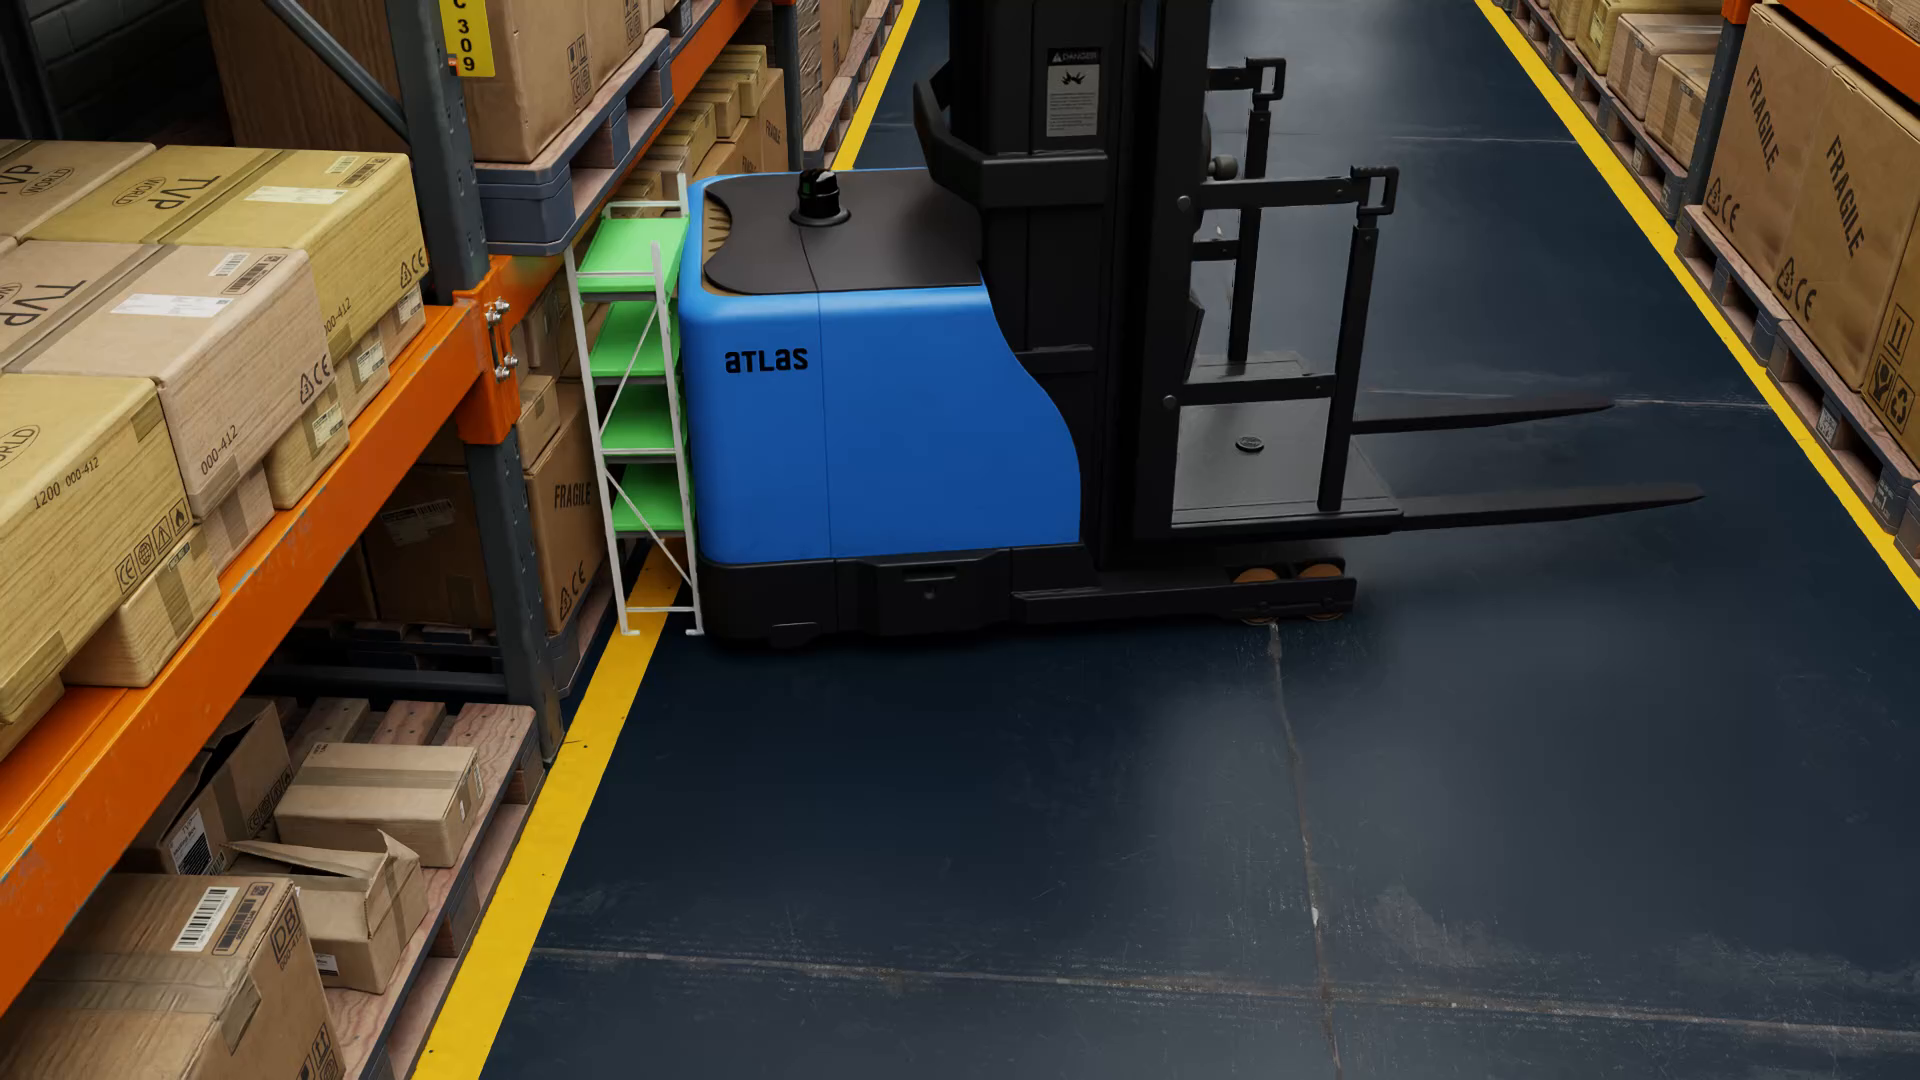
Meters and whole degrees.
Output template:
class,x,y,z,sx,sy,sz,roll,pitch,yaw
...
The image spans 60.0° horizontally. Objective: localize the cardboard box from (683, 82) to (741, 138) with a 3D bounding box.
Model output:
class,x,y,z,sx,sy,sz,roll,pitch,yaw
cardboard box,-1.067,-1.679,6.479,0.380,0.149,0.250,1,32,2

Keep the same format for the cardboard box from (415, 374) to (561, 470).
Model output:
class,x,y,z,sx,sy,sz,roll,pitch,yaw
cardboard box,-1.254,-0.312,4.262,0.380,0.149,0.250,4,32,6

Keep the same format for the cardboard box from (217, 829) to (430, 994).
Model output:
class,x,y,z,sx,sy,sz,roll,pitch,yaw
cardboard box,-1.330,0.730,3.411,0.396,0.266,0.258,4,32,6

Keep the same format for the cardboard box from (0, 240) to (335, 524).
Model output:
class,x,y,z,sx,sy,sz,roll,pitch,yaw
cardboard box,-1.373,-0.269,2.686,0.500,0.250,0.500,3,32,4

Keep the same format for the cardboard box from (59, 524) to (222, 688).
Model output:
class,x,y,z,sx,sy,sz,roll,pitch,yaw
cardboard box,-1.360,0.084,2.494,0.380,0.149,0.250,2,32,3

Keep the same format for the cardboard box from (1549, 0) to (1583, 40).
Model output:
class,x,y,z,sx,sy,sz,roll,pitch,yaw
cardboard box,3.955,-3.128,9.571,0.950,0.372,0.625,4,32,7

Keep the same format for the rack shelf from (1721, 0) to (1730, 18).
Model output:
class,x,y,z,sx,sy,sz,roll,pitch,yaw
rack shelf,3.888,-3.366,8.539,1.077,0.370,4.000,2,32,4

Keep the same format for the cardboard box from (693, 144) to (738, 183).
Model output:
class,x,y,z,sx,sy,sz,roll,pitch,yaw
cardboard box,-1.134,-1.186,6.298,0.500,0.500,0.500,4,32,6

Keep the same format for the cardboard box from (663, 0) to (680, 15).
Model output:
class,x,y,z,sx,sy,sz,roll,pitch,yaw
cardboard box,-1.180,-1.891,4.964,0.700,0.500,0.500,2,32,4

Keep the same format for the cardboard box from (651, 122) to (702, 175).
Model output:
class,x,y,z,sx,sy,sz,roll,pitch,yaw
cardboard box,-1.154,-1.412,6.046,0.380,0.149,0.250,2,32,3

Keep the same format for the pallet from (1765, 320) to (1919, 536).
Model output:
class,x,y,z,sx,sy,sz,roll,pitch,yaw
pallet,3.484,-0.394,5.689,1.003,0.211,1.213,2,32,4

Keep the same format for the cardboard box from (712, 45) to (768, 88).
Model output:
class,x,y,z,sx,sy,sz,roll,pitch,yaw
cardboard box,-1.010,-1.959,6.933,0.380,0.149,0.250,1,32,2

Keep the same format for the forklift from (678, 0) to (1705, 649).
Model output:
class,x,y,z,sx,sy,sz,roll,pitch,yaw
forklift,0.721,-1.270,4.518,3.031,2.935,1.130,-4,32,-6

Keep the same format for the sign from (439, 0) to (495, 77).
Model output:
class,x,y,z,sx,sy,sz,roll,pitch,yaw
sign,-1.007,-1.095,3.342,0.100,0.325,0.005,2,32,4

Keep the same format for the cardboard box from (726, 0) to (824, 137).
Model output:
class,x,y,z,sx,sy,sz,roll,pitch,yaw
cardboard box,-1.158,-2.330,8.035,0.875,0.625,0.625,3,32,6

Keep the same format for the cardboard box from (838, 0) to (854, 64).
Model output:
class,x,y,z,sx,sy,sz,roll,pitch,yaw
cardboard box,-1.058,-3.024,9.162,0.875,0.625,0.625,1,32,2

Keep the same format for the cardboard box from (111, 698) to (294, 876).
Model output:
class,x,y,z,sx,sy,sz,roll,pitch,yaw
cardboard box,-1.838,0.556,3.651,0.500,0.311,0.500,4,32,6

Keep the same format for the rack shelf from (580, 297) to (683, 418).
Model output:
class,x,y,z,sx,sy,sz,roll,pitch,yaw
rack shelf,-0.871,-0.517,4.601,0.258,0.148,0.480,-1,32,0

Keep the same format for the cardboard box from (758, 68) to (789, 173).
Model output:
class,x,y,z,sx,sy,sz,roll,pitch,yaw
cardboard box,-1.043,-1.721,7.166,0.500,0.500,0.500,3,32,5

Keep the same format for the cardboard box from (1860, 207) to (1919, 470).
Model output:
class,x,y,z,sx,sy,sz,roll,pitch,yaw
cardboard box,3.436,-0.610,5.005,0.875,0.875,0.875,3,32,5

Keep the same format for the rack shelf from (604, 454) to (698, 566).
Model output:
class,x,y,z,sx,sy,sz,roll,pitch,yaw
rack shelf,-0.864,-0.112,4.858,0.258,0.148,0.480,-1,32,0

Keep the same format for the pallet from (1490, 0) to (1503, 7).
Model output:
class,x,y,z,sx,sy,sz,roll,pitch,yaw
pallet,4.070,-3.884,11.351,1.003,0.211,1.213,2,32,4

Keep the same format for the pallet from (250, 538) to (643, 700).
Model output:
class,x,y,z,sx,sy,sz,roll,pitch,yaw
pallet,-1.520,0.015,5.025,1.003,0.211,1.213,2,32,4

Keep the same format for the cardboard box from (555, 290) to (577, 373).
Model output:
class,x,y,z,sx,sy,sz,roll,pitch,yaw
cardboard box,-1.299,-0.595,4.721,0.380,0.149,0.250,1,32,1

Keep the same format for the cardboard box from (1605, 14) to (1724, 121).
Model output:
class,x,y,z,sx,sy,sz,roll,pitch,yaw
cardboard box,3.833,-2.368,8.338,0.950,0.372,0.625,2,32,3

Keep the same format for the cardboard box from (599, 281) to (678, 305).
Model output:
class,x,y,z,sx,sy,sz,roll,pitch,yaw
cardboard box,-1.206,-0.643,5.416,0.500,0.500,0.500,2,32,3

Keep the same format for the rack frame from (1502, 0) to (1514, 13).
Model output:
class,x,y,z,sx,sy,sz,roll,pitch,yaw
rack frame,4.050,-4.718,10.047,1.000,3.000,0.127,2,32,4

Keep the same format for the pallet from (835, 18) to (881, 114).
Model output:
class,x,y,z,sx,sy,sz,roll,pitch,yaw
pallet,-1.015,-2.715,9.454,1.003,0.211,1.213,2,32,4

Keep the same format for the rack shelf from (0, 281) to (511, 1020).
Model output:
class,x,y,z,sx,sy,sz,roll,pitch,yaw
rack shelf,-1.711,0.607,2.092,1.077,0.370,4.000,2,32,4

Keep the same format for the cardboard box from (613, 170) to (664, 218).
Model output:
class,x,y,z,sx,sy,sz,roll,pitch,yaw
cardboard box,-1.217,-1.140,5.605,0.380,0.149,0.250,3,32,4

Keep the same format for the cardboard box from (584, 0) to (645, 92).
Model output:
class,x,y,z,sx,sy,sz,roll,pitch,yaw
cardboard box,-1.244,-1.481,4.298,0.700,0.500,0.500,3,32,5

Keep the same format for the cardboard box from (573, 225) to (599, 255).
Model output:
class,x,y,z,sx,sy,sz,roll,pitch,yaw
cardboard box,-1.233,-0.868,5.164,0.380,0.149,0.250,2,32,4

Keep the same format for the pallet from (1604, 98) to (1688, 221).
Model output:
class,x,y,z,sx,sy,sz,roll,pitch,yaw
pallet,3.790,-1.848,8.048,1.003,0.211,1.213,2,32,4

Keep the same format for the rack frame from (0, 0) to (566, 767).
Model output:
class,x,y,z,sx,sy,sz,roll,pitch,yaw
rack frame,-1.548,-0.745,3.600,1.000,3.000,0.127,2,32,4

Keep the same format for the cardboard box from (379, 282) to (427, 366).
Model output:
class,x,y,z,sx,sy,sz,roll,pitch,yaw
cardboard box,-1.323,-0.461,3.378,0.380,0.149,0.250,3,32,5

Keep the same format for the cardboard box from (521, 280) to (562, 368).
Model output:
class,x,y,z,sx,sy,sz,roll,pitch,yaw
cardboard box,-1.281,-0.577,4.407,0.380,0.149,0.250,1,32,2

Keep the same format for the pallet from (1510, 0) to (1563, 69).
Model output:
class,x,y,z,sx,sy,sz,roll,pitch,yaw
pallet,3.989,-3.124,10.118,1.003,0.211,1.213,2,32,4

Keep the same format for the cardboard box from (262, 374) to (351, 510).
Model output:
class,x,y,z,sx,sy,sz,roll,pitch,yaw
cardboard box,-1.319,-0.187,2.933,0.380,0.149,0.250,3,32,5

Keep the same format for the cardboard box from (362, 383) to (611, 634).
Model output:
class,x,y,z,sx,sy,sz,roll,pitch,yaw
cardboard box,-1.285,-0.103,4.541,0.500,0.500,0.500,4,32,6

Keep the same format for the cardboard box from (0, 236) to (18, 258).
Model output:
class,x,y,z,sx,sy,sz,roll,pitch,yaw
cardboard box,-1.892,-0.298,2.734,0.500,0.250,0.500,2,32,4

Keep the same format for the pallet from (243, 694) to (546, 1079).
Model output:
class,x,y,z,sx,sy,sz,roll,pitch,yaw
pallet,-1.605,0.801,3.749,1.003,0.211,1.213,2,32,4

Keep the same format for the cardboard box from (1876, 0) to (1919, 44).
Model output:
class,x,y,z,sx,sy,sz,roll,pitch,yaw
cardboard box,3.361,-1.774,5.413,0.500,0.250,0.500,3,32,6

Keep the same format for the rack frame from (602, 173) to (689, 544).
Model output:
class,x,y,z,sx,sy,sz,roll,pitch,yaw
rack frame,-0.870,-0.499,4.901,0.240,1.200,0.015,-1,32,0

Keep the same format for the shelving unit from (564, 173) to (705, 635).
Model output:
class,x,y,z,sx,sy,sz,roll,pitch,yaw
shelving unit,-0.868,-0.368,4.695,0.258,1.200,0.503,-1,32,0

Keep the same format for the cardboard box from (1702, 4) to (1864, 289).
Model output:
class,x,y,z,sx,sy,sz,roll,pitch,yaw
cardboard box,3.586,-1.543,6.520,0.875,0.875,0.875,2,32,4
